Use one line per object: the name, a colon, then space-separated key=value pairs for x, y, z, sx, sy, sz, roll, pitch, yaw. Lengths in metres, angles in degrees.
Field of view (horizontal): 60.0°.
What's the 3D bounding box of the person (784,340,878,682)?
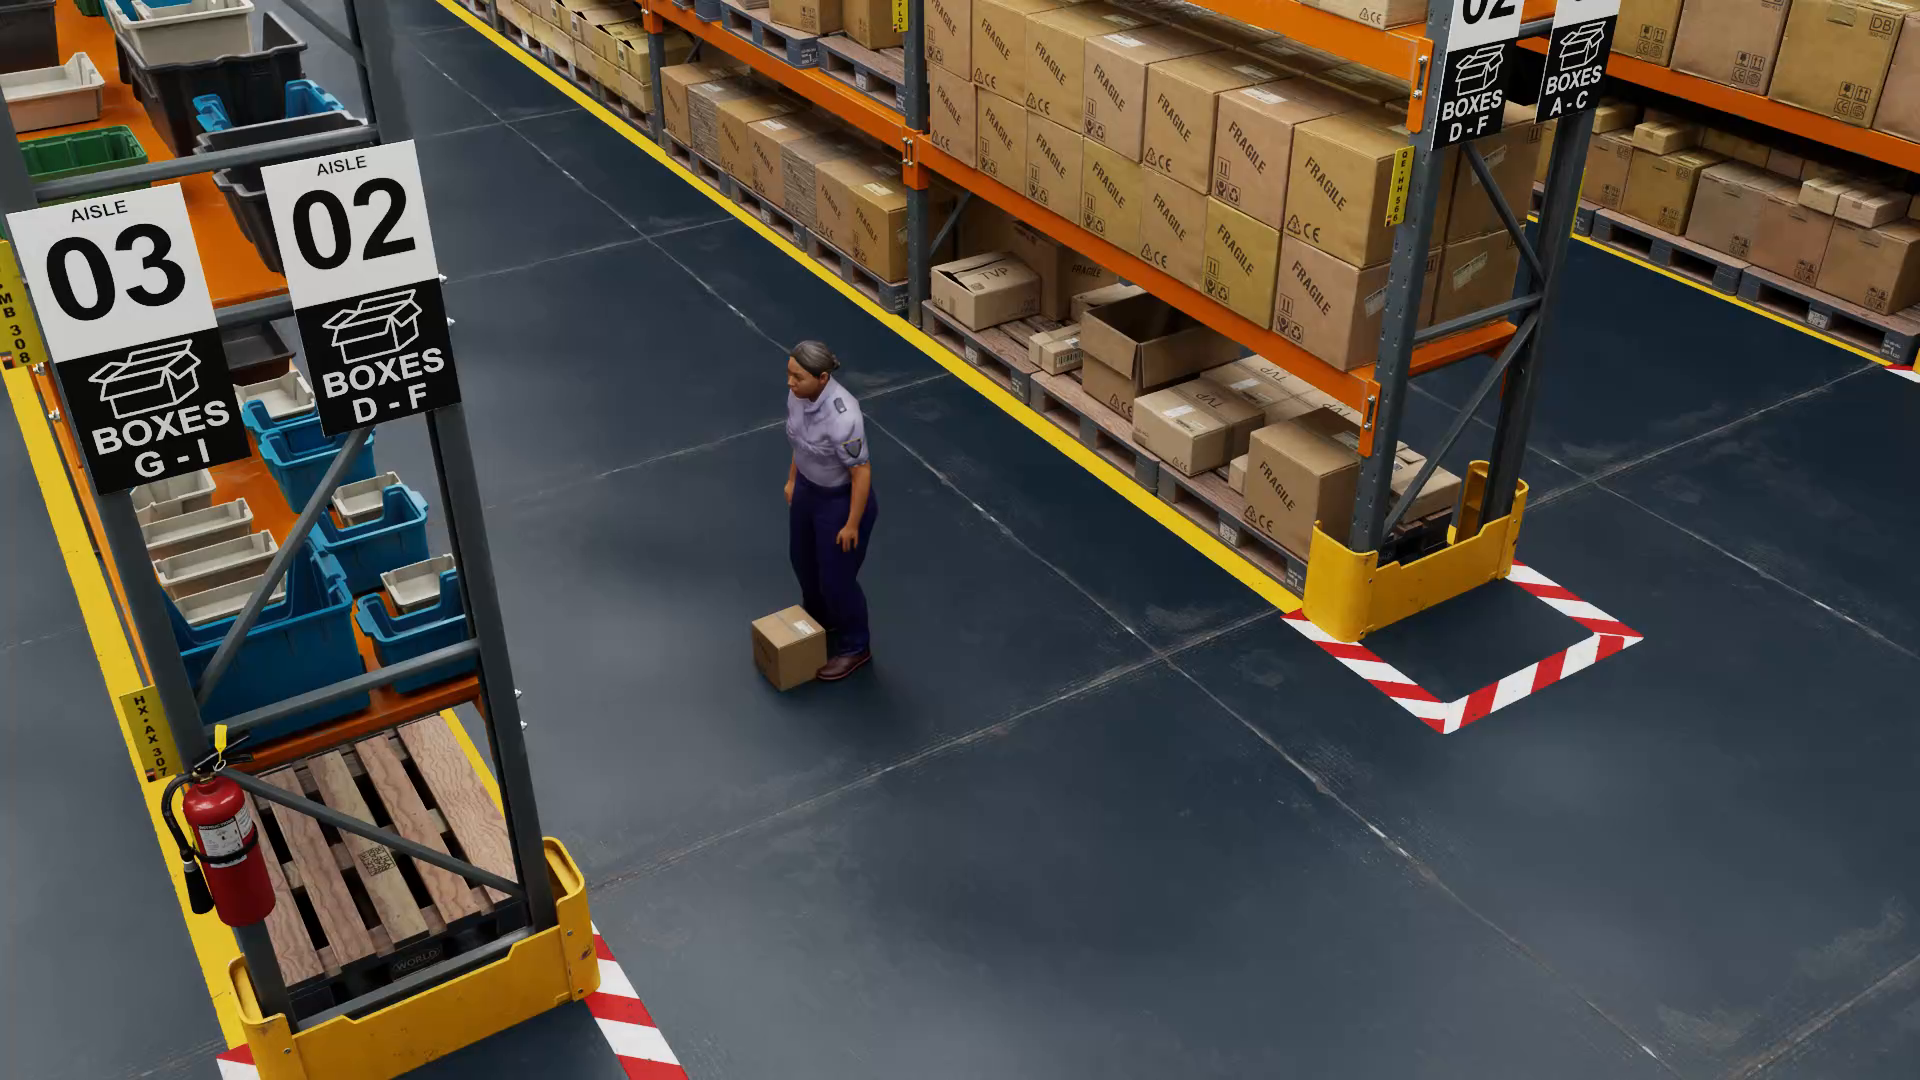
person: x=-0.592 y=-0.166 z=7.402 sx=0.364 sy=1.652 sz=0.564 roll=-21 pitch=38 yaw=-29
